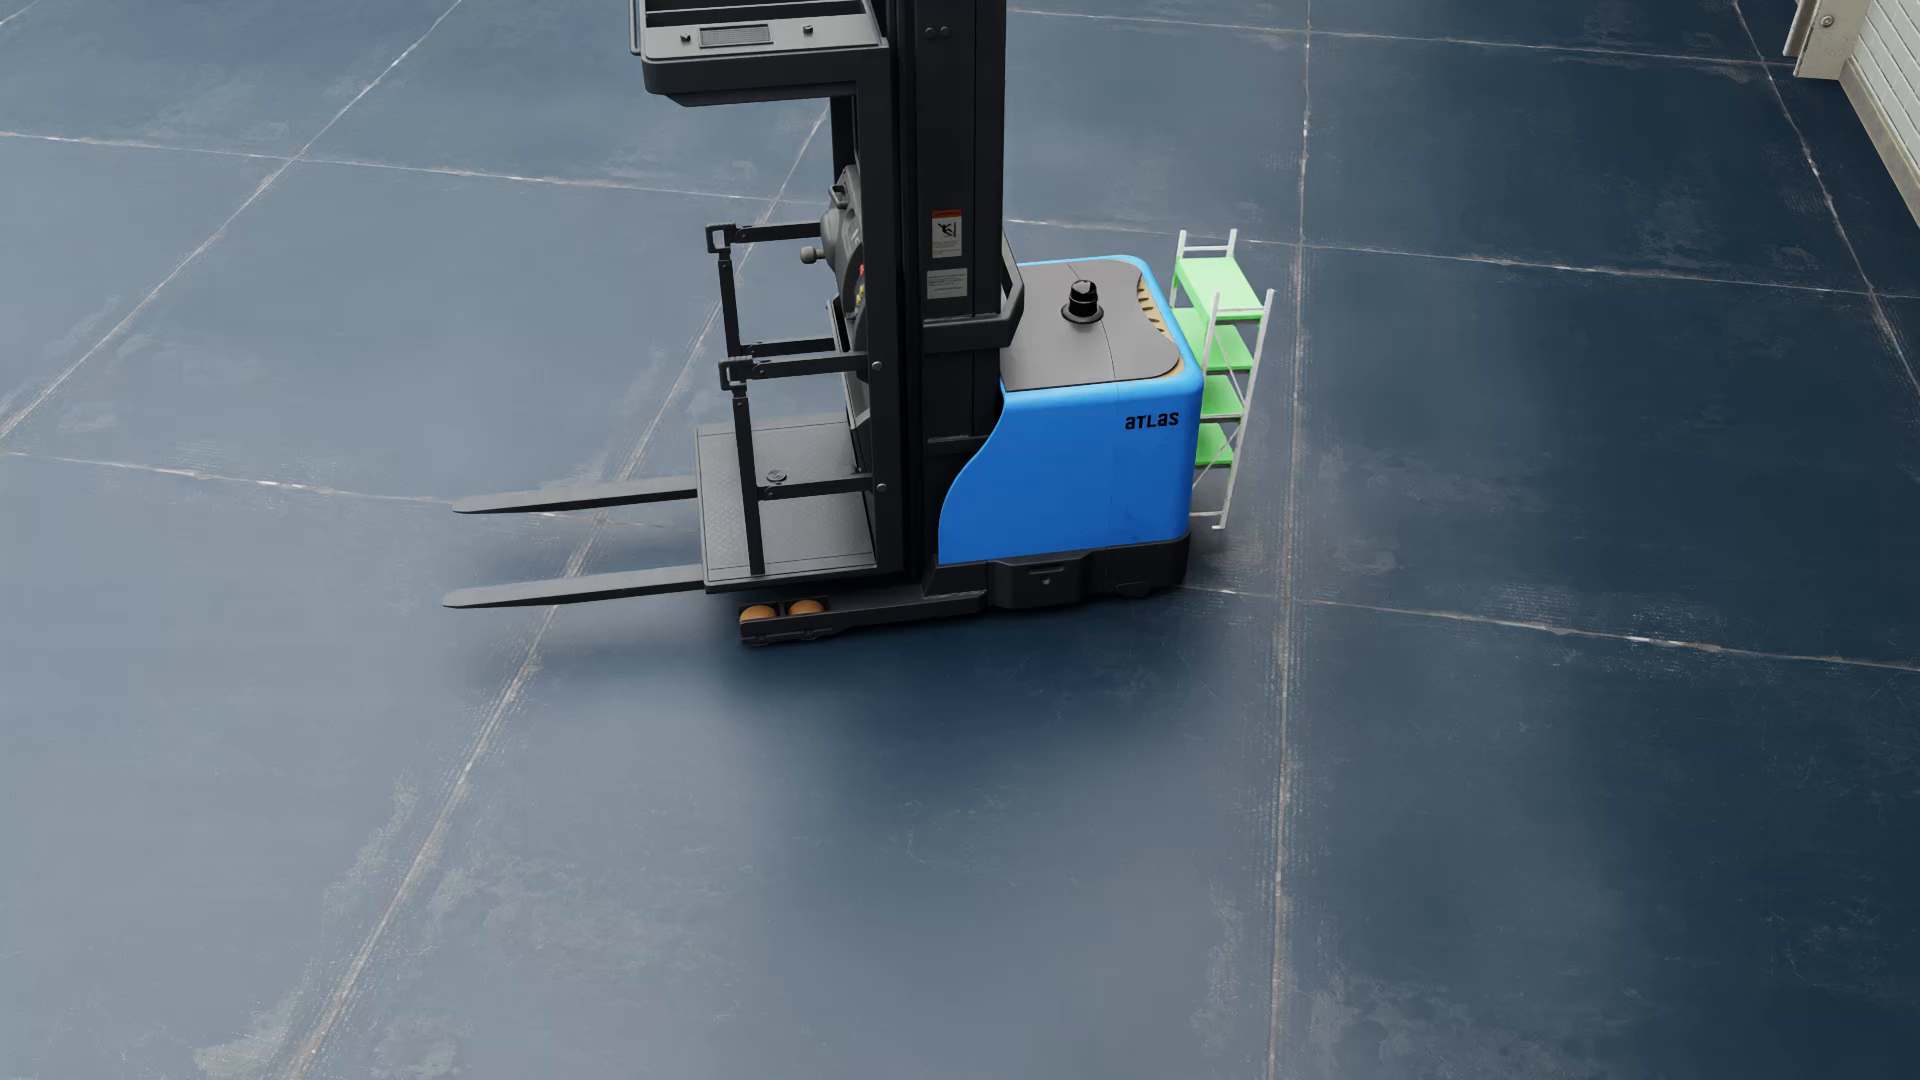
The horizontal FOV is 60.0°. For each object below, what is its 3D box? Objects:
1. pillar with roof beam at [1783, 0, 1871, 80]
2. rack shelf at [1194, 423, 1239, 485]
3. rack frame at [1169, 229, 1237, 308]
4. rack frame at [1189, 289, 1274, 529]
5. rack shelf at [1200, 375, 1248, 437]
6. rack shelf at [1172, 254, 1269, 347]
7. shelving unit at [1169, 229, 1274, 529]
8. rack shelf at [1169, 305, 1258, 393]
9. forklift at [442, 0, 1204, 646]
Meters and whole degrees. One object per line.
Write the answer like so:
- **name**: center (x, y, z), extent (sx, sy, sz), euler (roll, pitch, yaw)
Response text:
- **pillar with roof beam**: center (1.436, -7.098, 8.773), extent (9.100, 9.000, 0.400), euler (6, 40, 8)
- **rack shelf**: center (1.020, -0.431, 7.293), extent (0.258, 0.148, 0.480), euler (-4, 40, -10)
- **rack frame**: center (0.997, -0.820, 7.287), extent (0.240, 1.200, 0.015), euler (-4, 40, -10)
- **rack frame**: center (1.081, -0.513, 6.917), extent (0.240, 1.200, 0.015), euler (-4, 40, -10)
- **rack shelf**: center (1.035, -0.617, 7.142), extent (0.258, 0.148, 0.480), euler (-4, 40, -10)
- **rack shelf**: center (1.065, -0.989, 6.841), extent (0.258, 0.148, 0.480), euler (-4, 40, -10)
- **shelving unit**: center (1.039, -0.666, 7.102), extent (0.258, 1.200, 0.503), euler (-4, 40, -10)
- **rack shelf**: center (1.050, -0.803, 6.991), extent (0.258, 0.148, 0.480), euler (-4, 40, -10)
- **forklift**: center (-0.614, -1.065, 6.238), extent (3.031, 2.935, 1.130), euler (-6, 40, -7)
